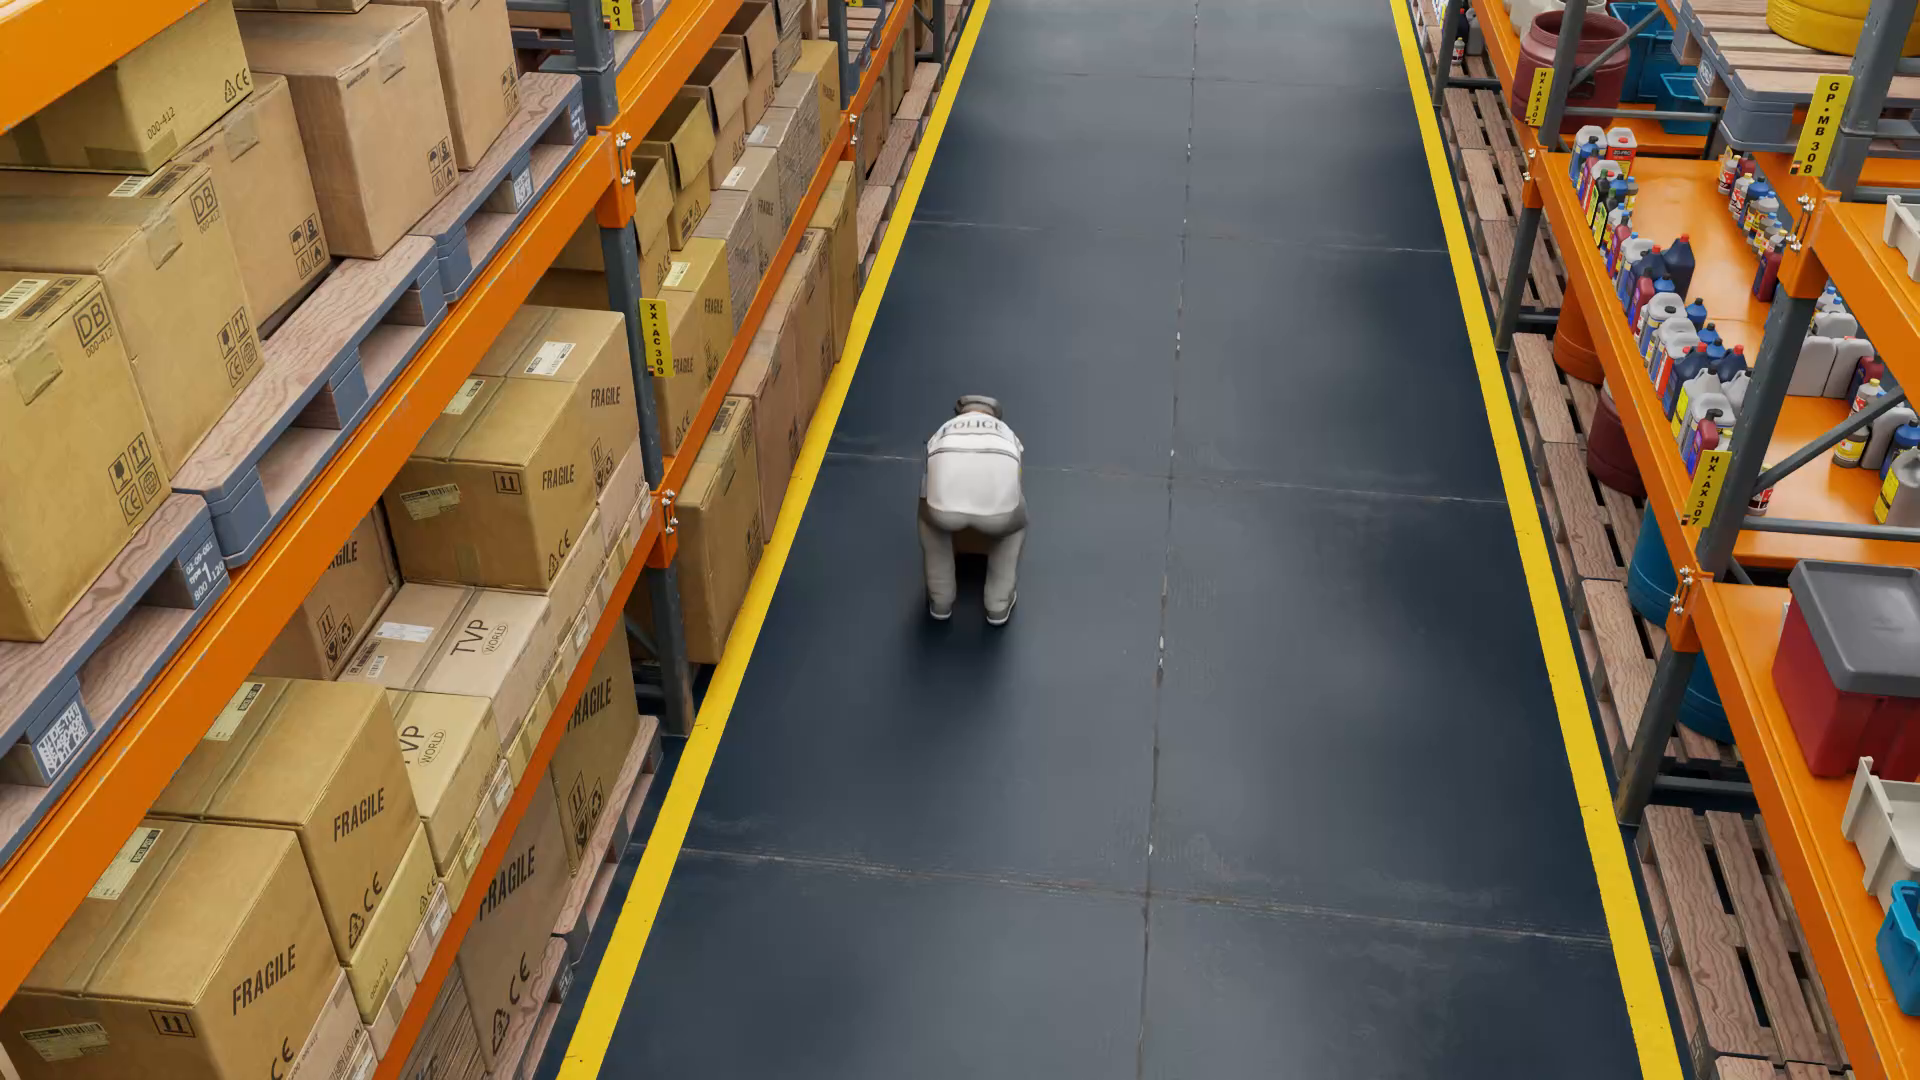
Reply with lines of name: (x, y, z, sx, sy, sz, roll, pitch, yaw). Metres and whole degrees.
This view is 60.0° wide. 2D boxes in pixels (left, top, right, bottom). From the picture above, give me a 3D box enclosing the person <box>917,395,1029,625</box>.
person: (0.066, -0.189, 7.955, 0.537, 0.981, 1.024, 2, 36, 3)
